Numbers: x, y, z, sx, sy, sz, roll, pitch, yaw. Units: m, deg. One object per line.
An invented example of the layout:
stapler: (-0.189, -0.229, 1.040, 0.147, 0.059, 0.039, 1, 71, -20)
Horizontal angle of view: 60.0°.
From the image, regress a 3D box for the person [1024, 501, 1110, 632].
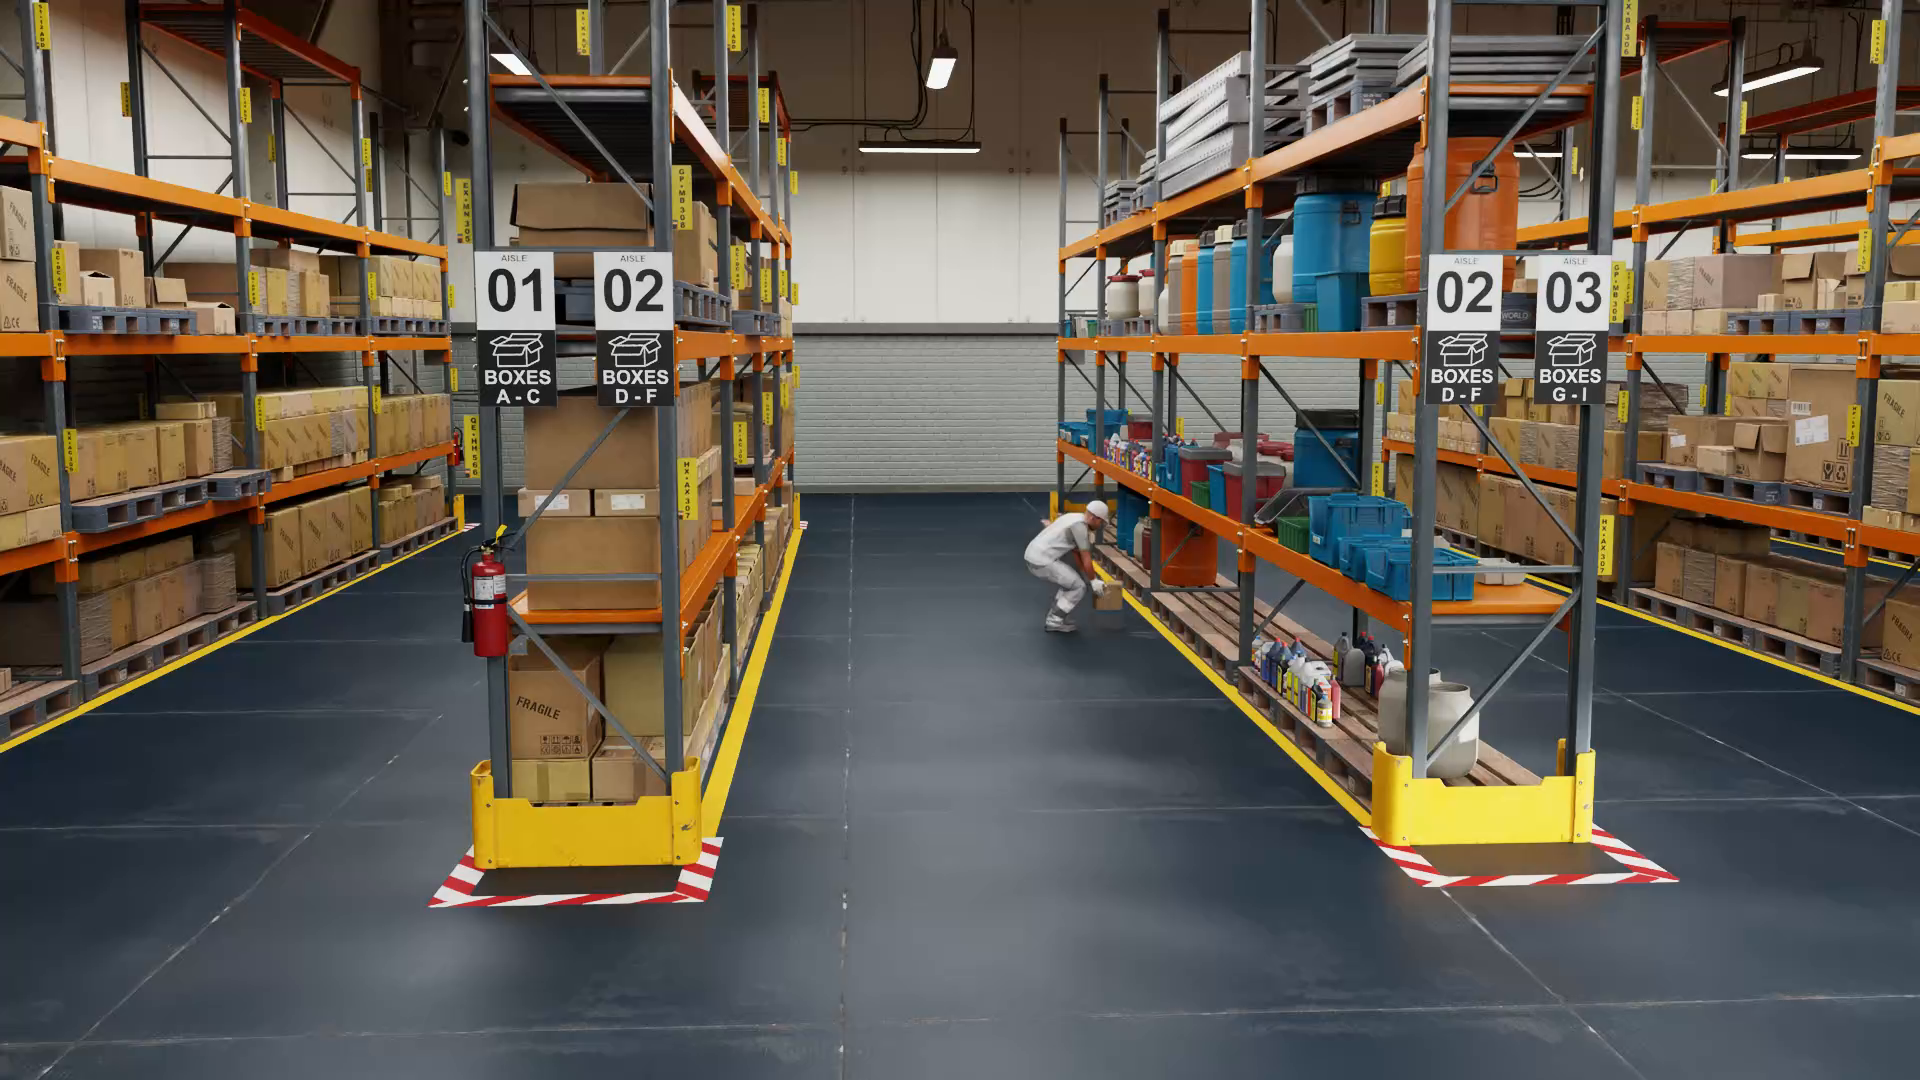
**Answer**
person: (1.026, 0.241, 15.949, 0.833, 1.239, 0.585, 0, 7, -4)
